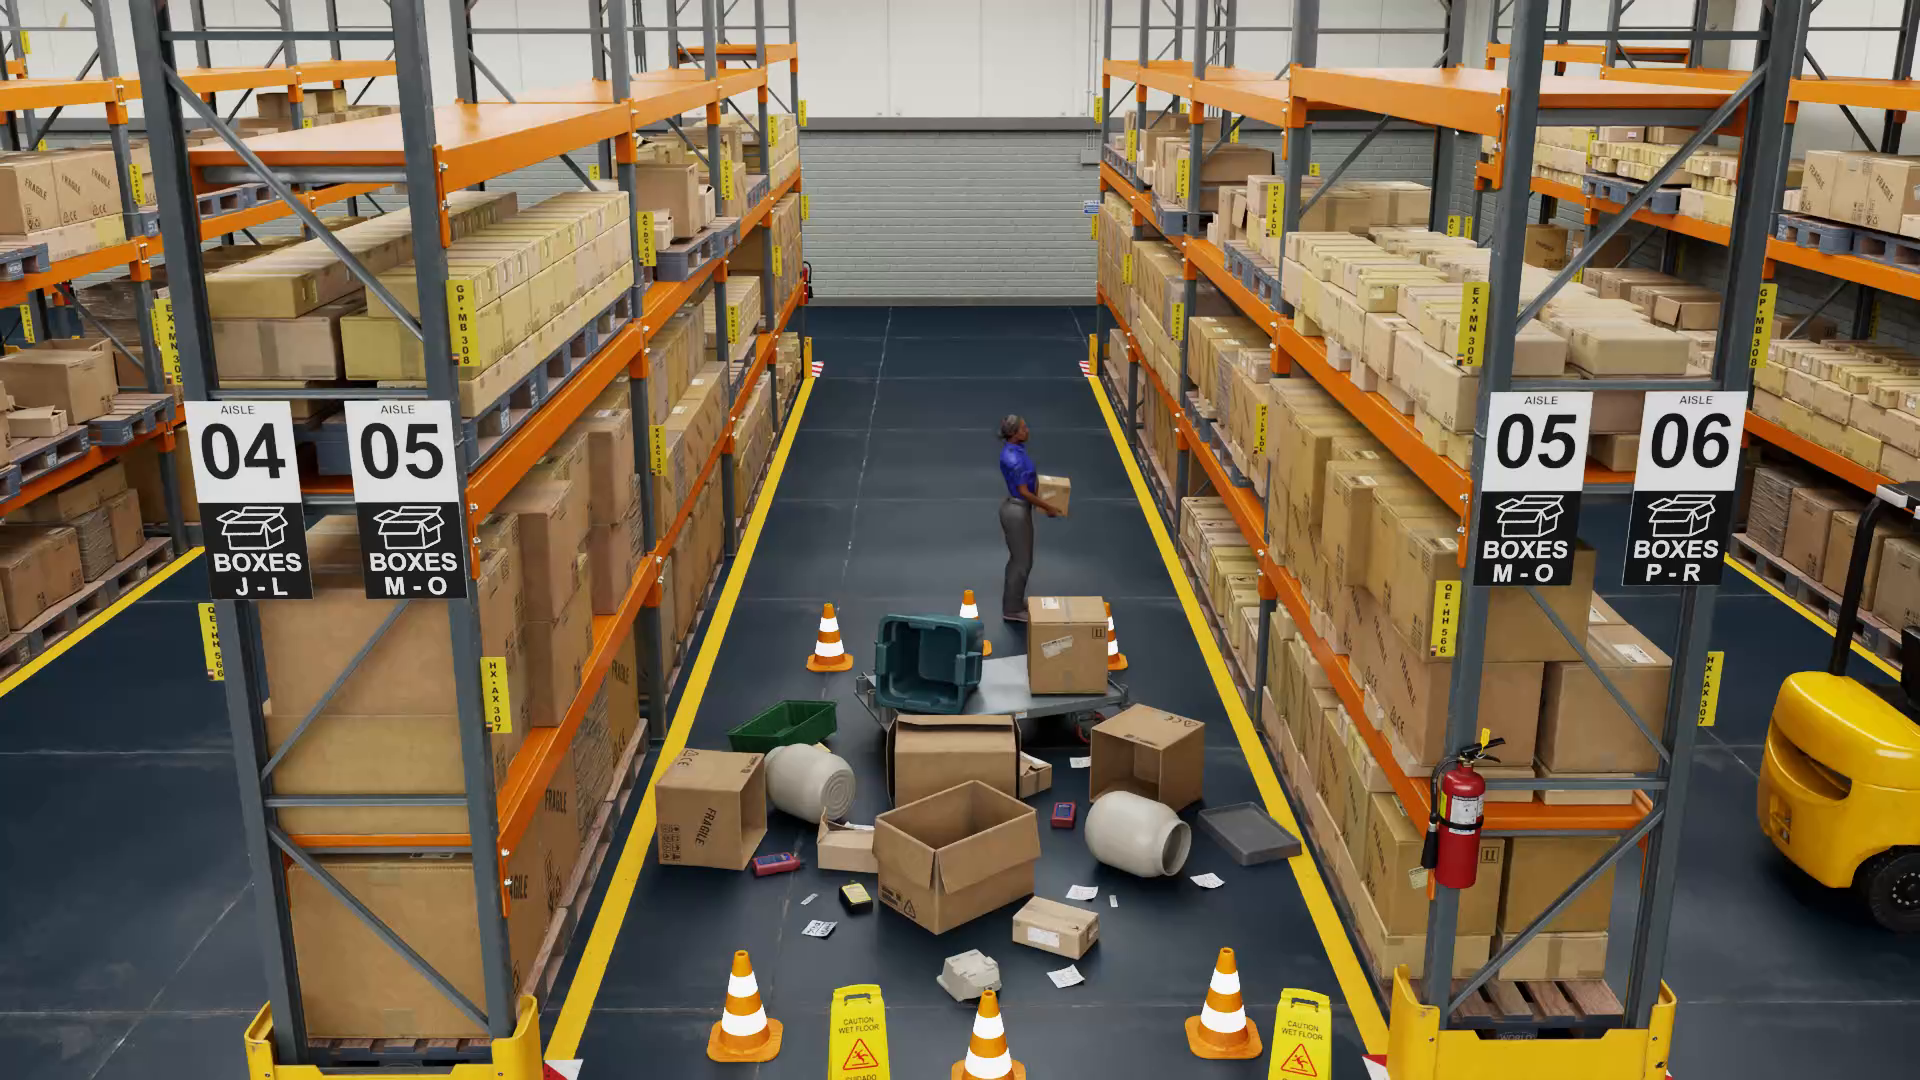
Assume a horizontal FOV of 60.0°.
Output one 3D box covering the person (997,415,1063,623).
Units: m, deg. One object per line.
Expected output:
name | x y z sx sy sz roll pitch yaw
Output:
person | 0.546 -0.182 13.159 0.520 1.649 0.451 0 17 0
